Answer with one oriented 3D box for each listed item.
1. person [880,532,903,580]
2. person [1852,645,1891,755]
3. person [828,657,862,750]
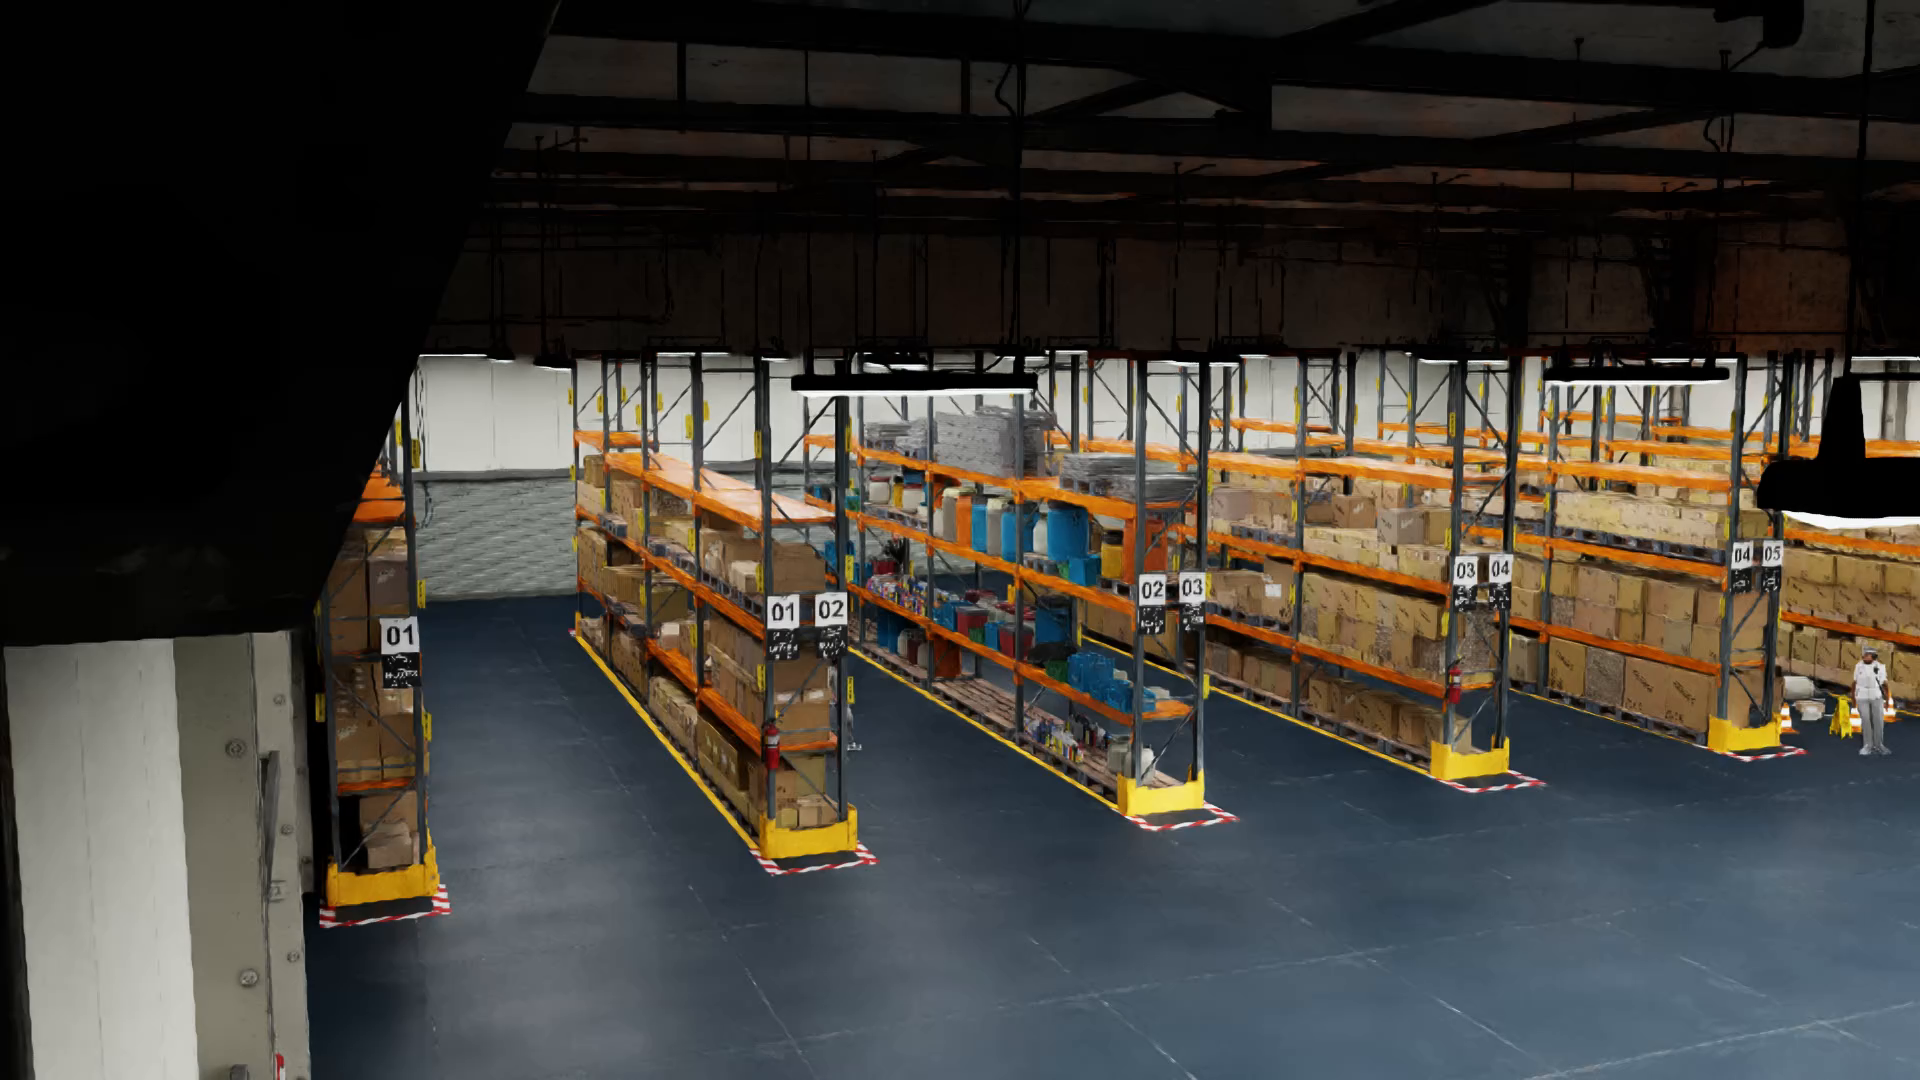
[{"bbox_3d":[-1.589,0.580,39.668,0.677,1.674,0.534,-3,8,-23],"label":"person"},{"bbox_3d":[13.704,2.398,24.967,0.574,1.669,0.390,6,9,38],"label":"person"},{"bbox_3d":[-1.915,2.427,25.276,0.562,1.527,0.782,-6,9,-38],"label":"person"}]
